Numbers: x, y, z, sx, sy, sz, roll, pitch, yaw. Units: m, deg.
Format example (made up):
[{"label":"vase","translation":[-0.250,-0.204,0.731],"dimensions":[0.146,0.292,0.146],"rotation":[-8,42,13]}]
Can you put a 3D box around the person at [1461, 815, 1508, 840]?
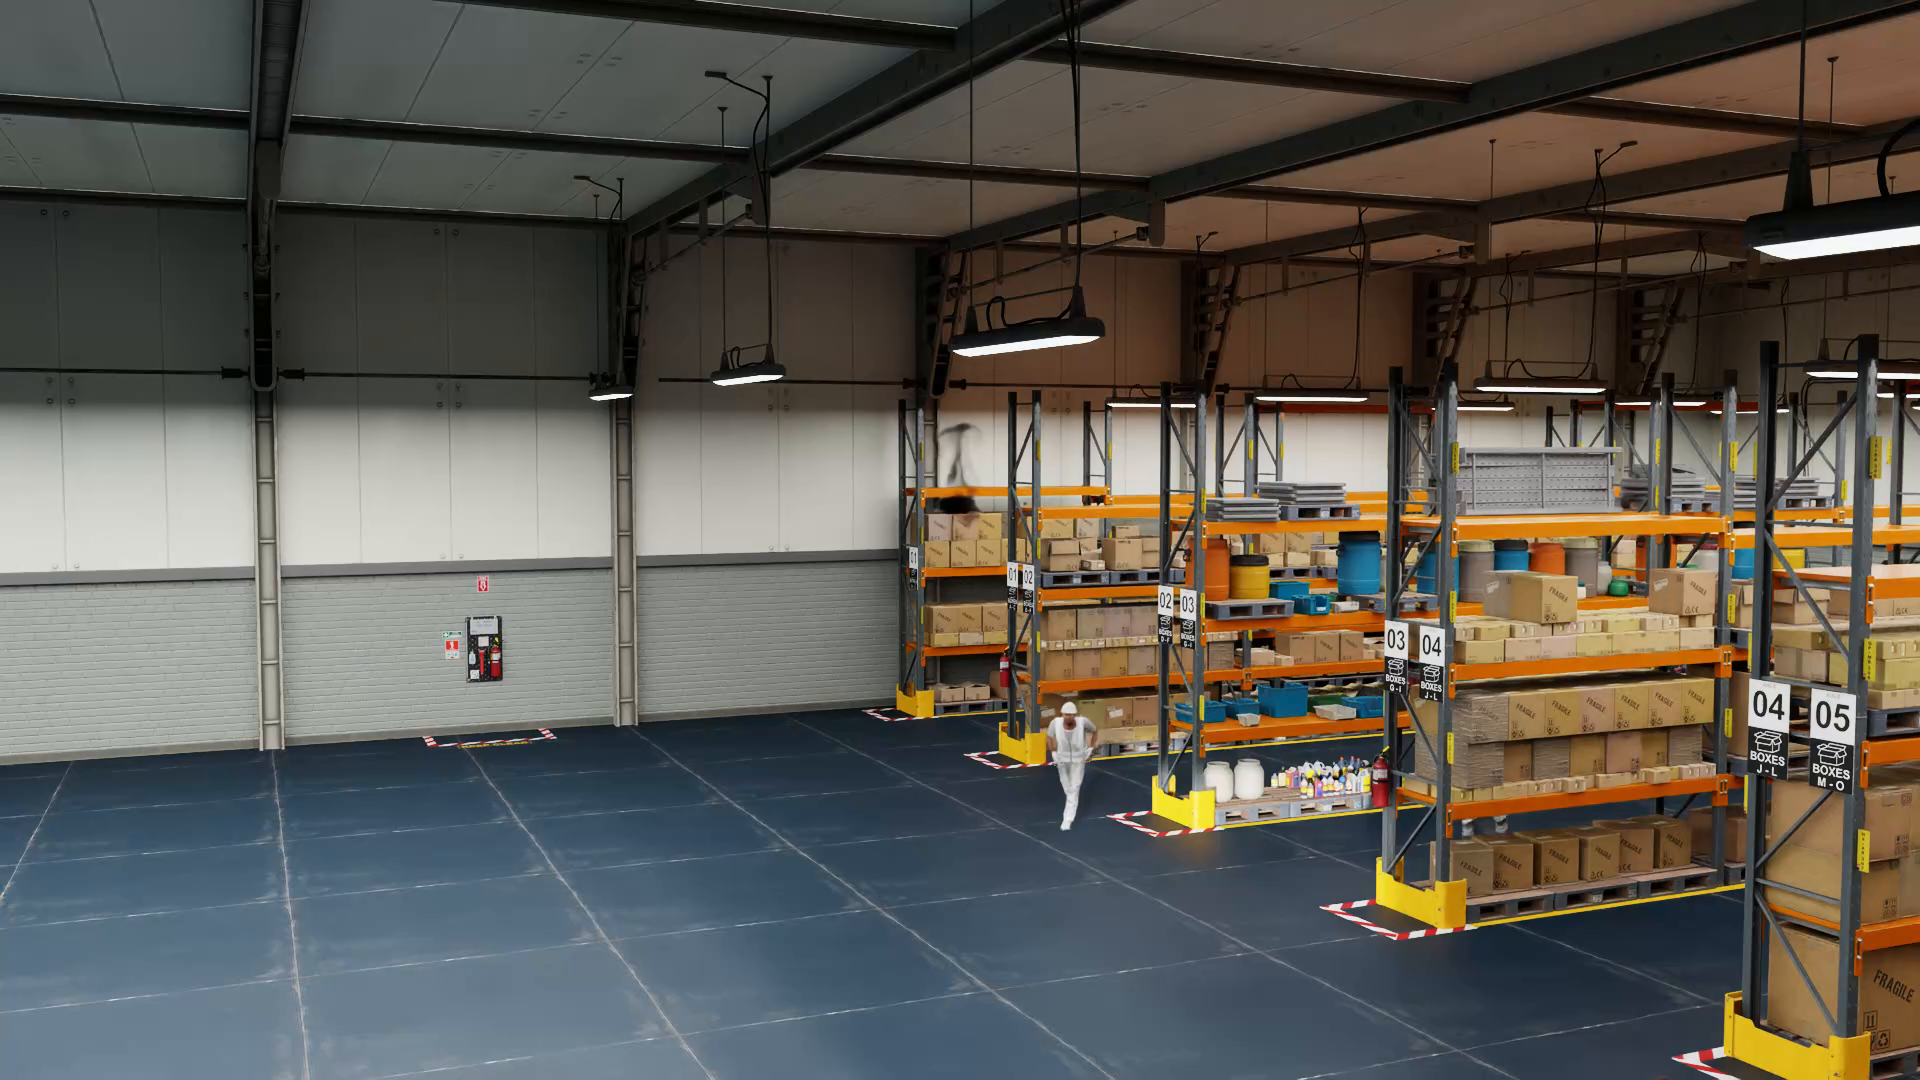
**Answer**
[{"label":"person","translation":[6.694,3.040,21.267],"dimensions":[0.900,1.818,0.586],"rotation":[-3,4,-40]}]

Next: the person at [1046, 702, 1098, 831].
[{"label":"person","translation":[1.527,3.007,22.569],"dimensions":[0.701,1.727,1.019],"rotation":[0,3,6]}]
